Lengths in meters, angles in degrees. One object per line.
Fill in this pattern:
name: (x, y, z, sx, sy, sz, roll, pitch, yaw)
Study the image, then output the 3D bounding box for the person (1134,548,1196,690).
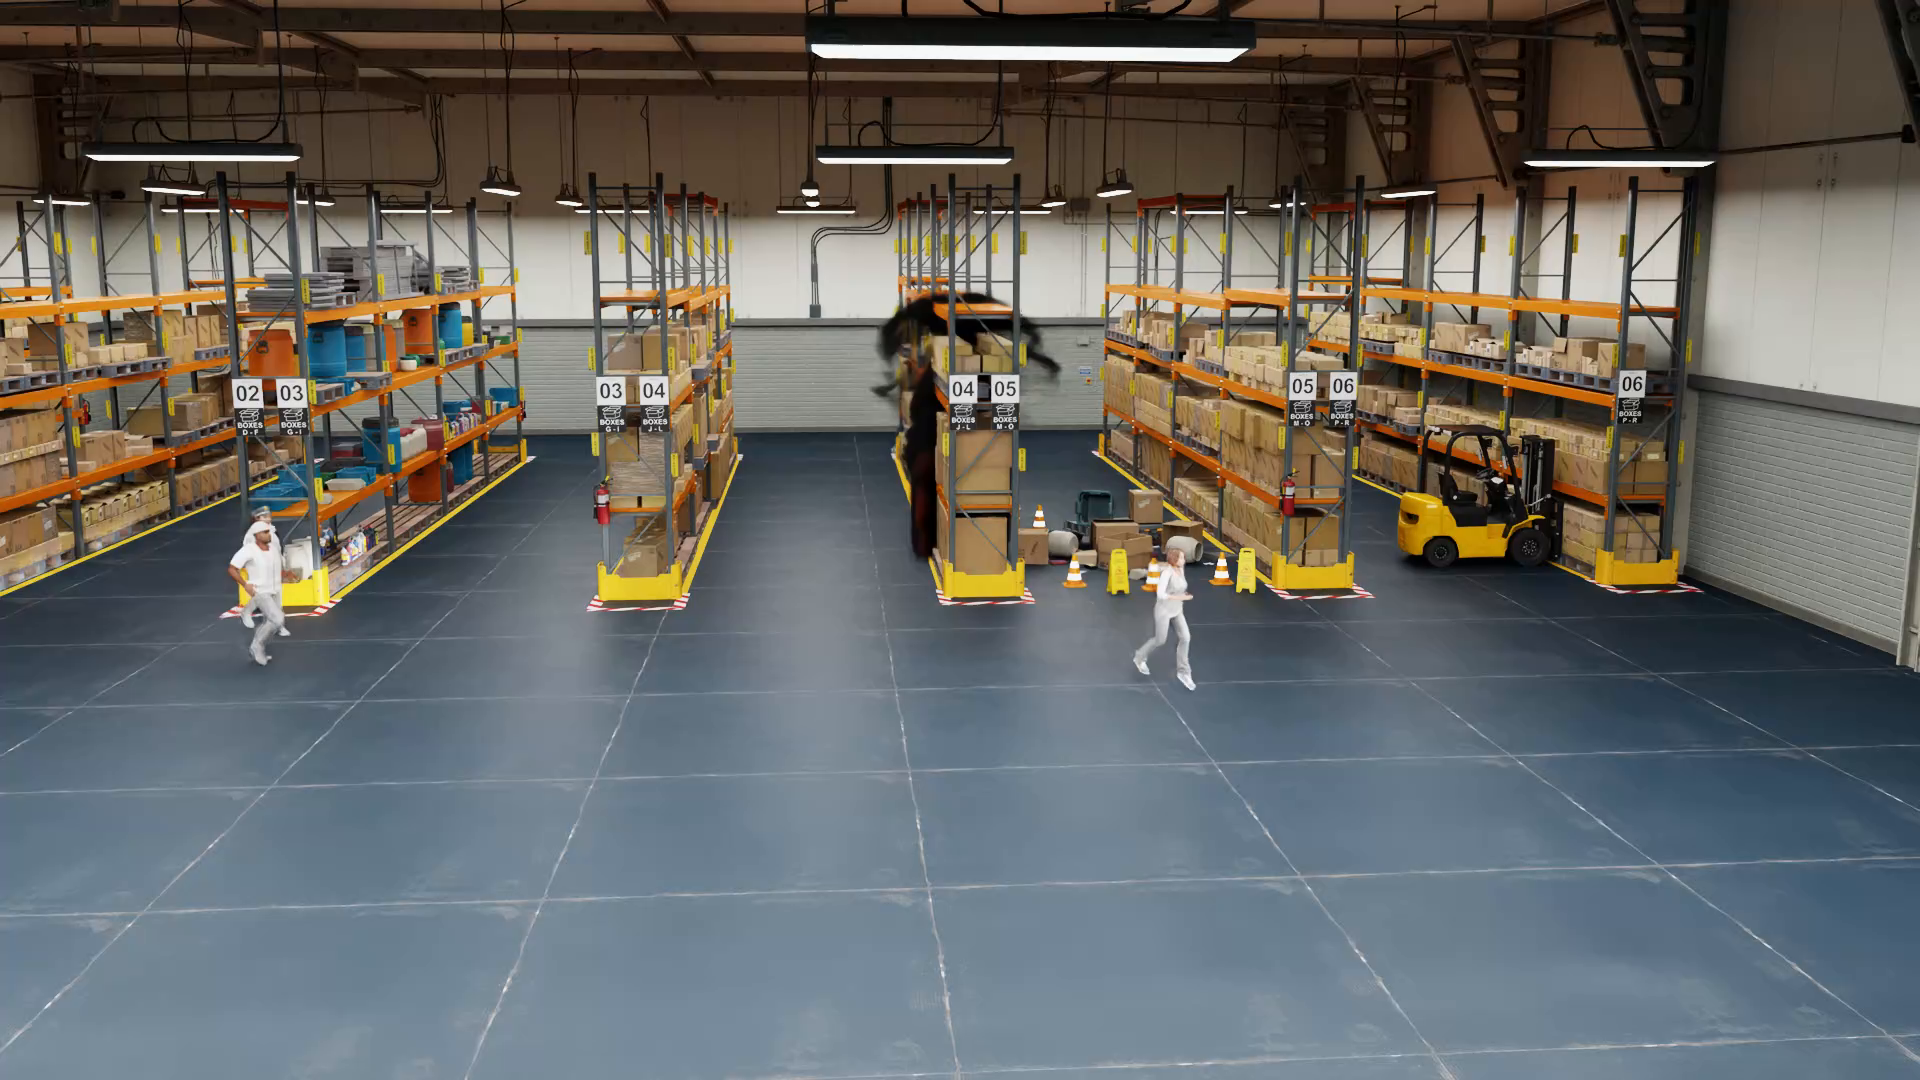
person: (2.376, 0.873, 19.186, 0.872, 1.621, 0.562, 9, 13, 41)

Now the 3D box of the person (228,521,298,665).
person: (-8.355, 0.637, 20.056, 0.653, 1.742, 0.675, 3, 10, 14)

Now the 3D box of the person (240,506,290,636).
person: (-9.089, 0.385, 21.718, 0.789, 1.709, 0.641, 6, 11, 29)

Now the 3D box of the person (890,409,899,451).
person: (-1.272, -2.984, 40.999, 0.855, 1.599, 0.553, -5, 11, -28)
